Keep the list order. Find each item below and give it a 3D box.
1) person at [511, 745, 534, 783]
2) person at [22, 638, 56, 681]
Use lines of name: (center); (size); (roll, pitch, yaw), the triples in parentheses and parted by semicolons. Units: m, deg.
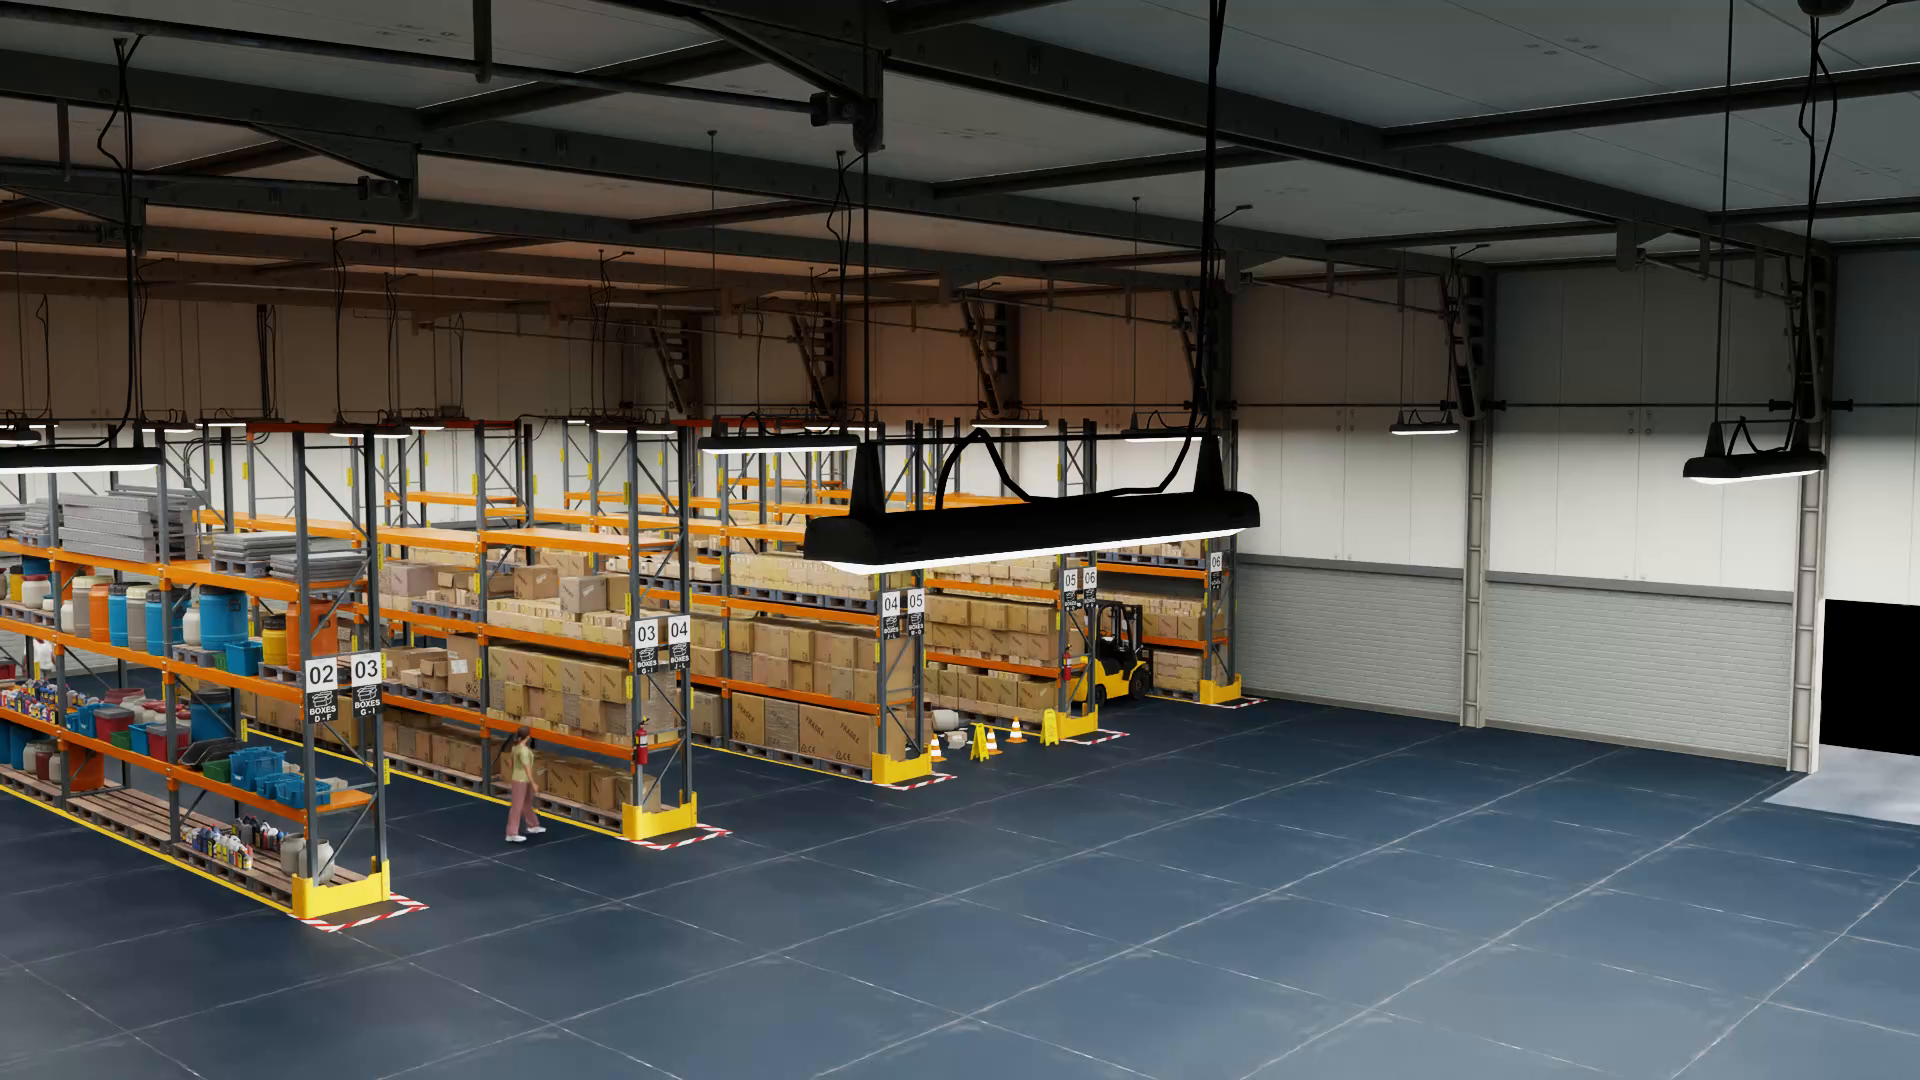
person: (-6.353, 3.230, 24.161); (0.319, 0.594, 0.462); (-2, 5, -21)
person: (-19.052, 2.665, 34.526); (1.079, 1.681, 0.697); (3, 6, 37)
